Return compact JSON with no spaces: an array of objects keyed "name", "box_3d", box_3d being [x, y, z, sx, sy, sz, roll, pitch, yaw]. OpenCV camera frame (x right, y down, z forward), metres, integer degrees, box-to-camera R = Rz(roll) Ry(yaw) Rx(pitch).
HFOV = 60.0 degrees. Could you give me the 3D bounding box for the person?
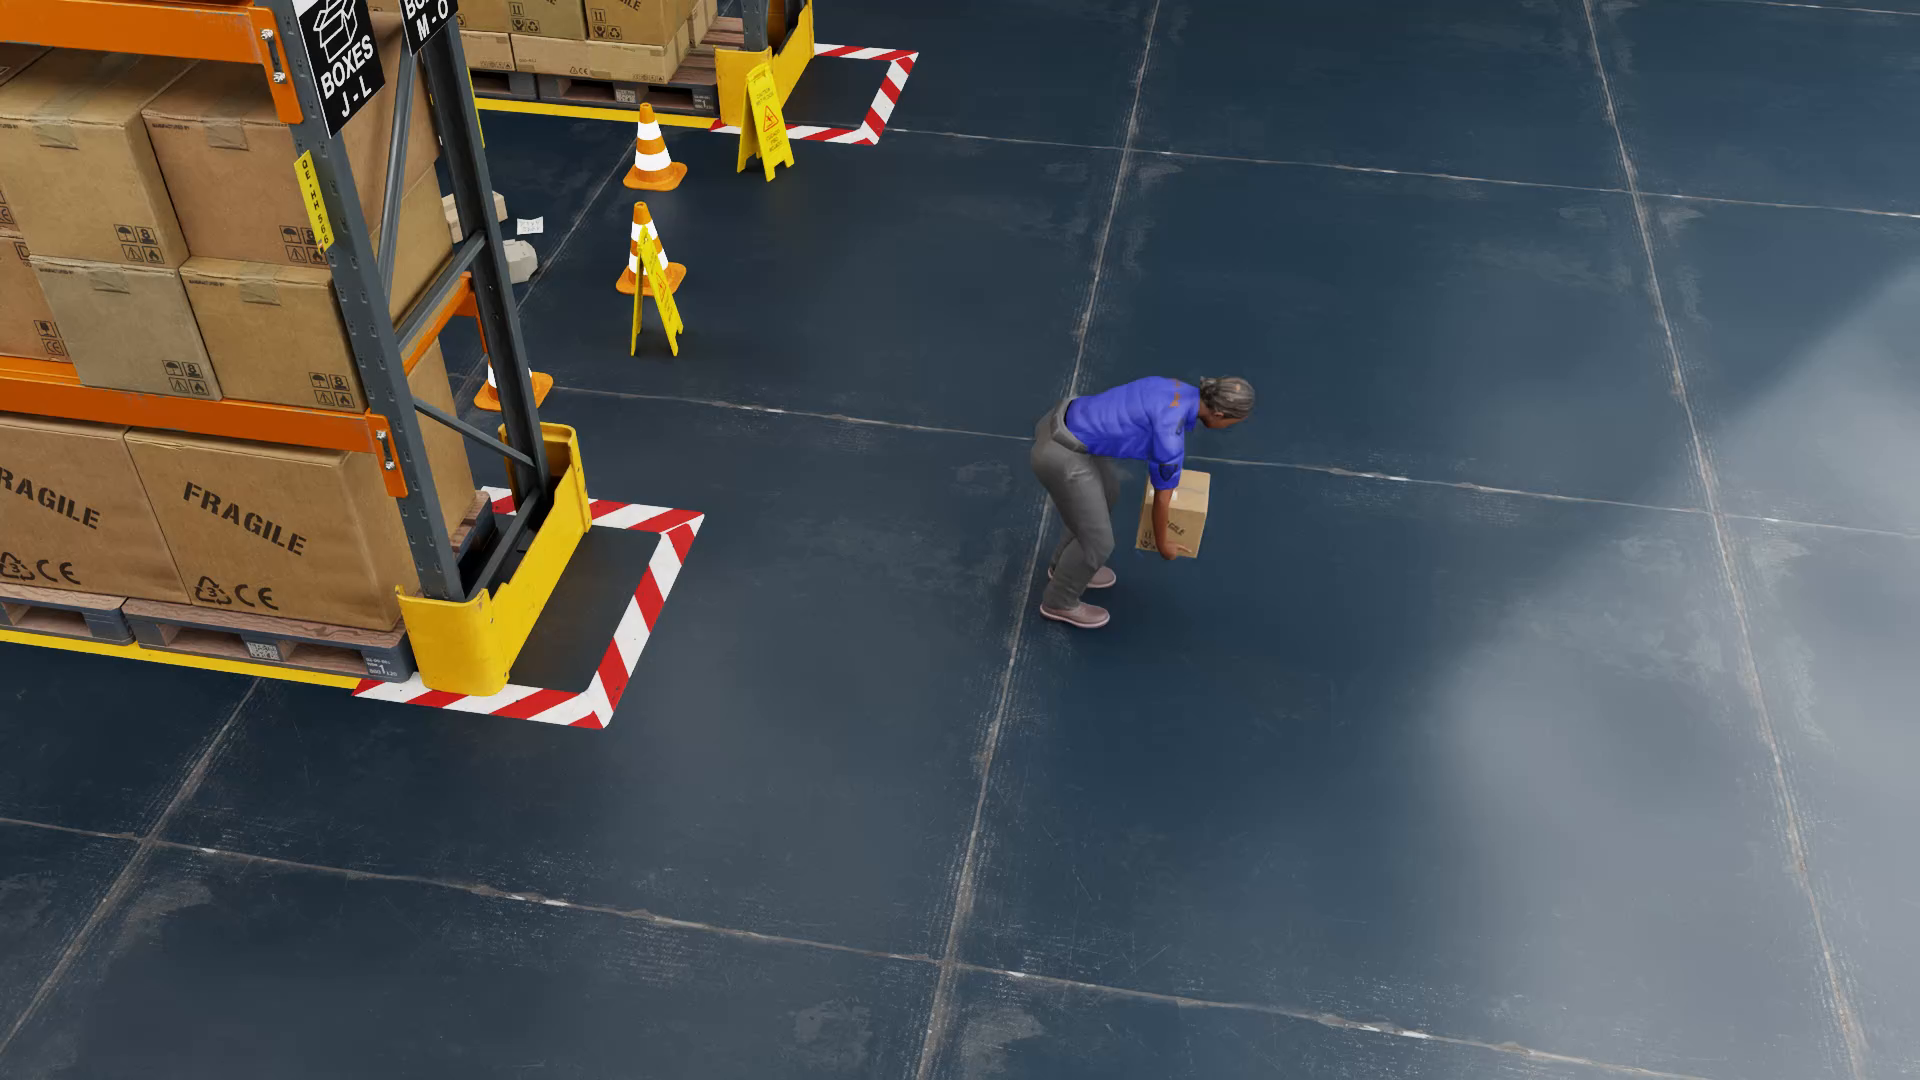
[{"name":"person","box_3d":[0.708,-0.182,6.727,0.844,1.201,0.413,6,41,6]}]
